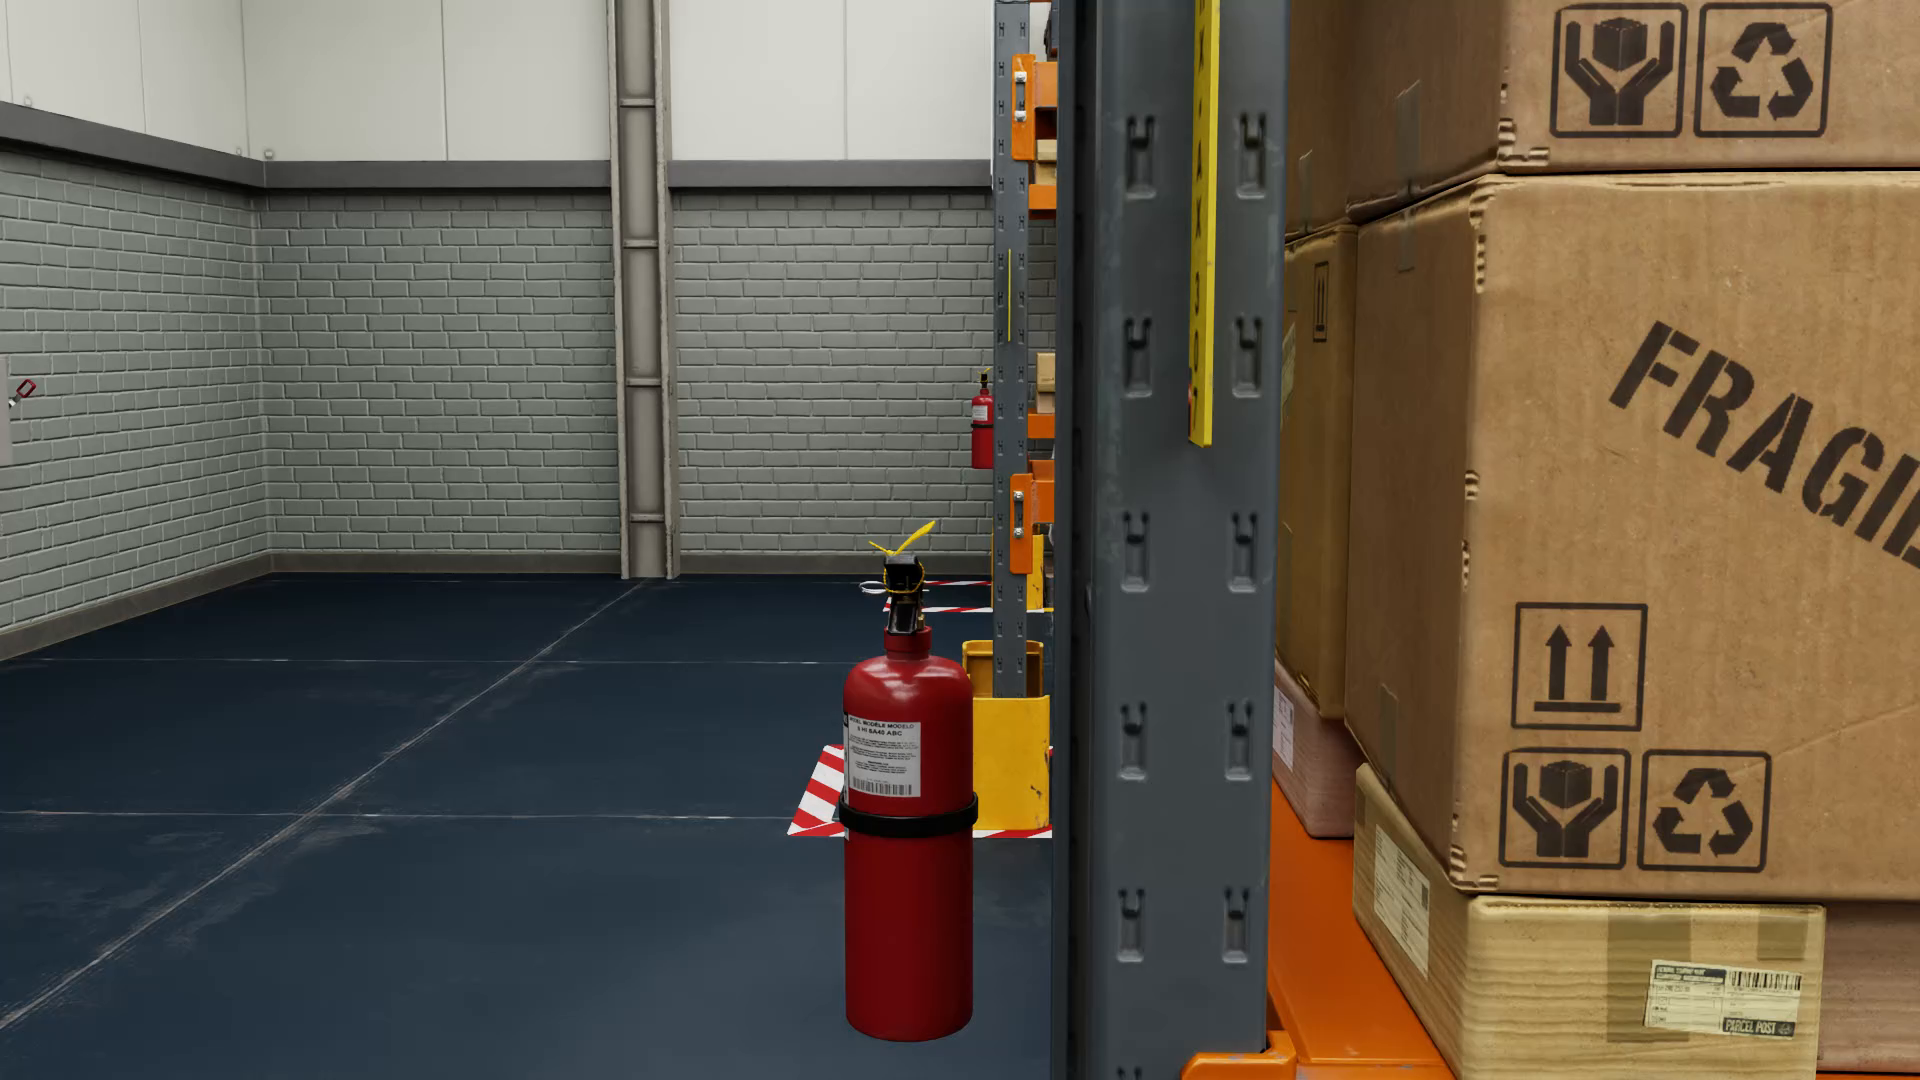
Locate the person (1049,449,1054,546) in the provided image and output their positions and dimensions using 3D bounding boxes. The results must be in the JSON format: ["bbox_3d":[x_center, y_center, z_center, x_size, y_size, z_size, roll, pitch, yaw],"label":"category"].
[{"bbox_3d":[0.760,-0.088,8.427,0.617,1.774,0.449,0,7,2],"label":"person"}]
